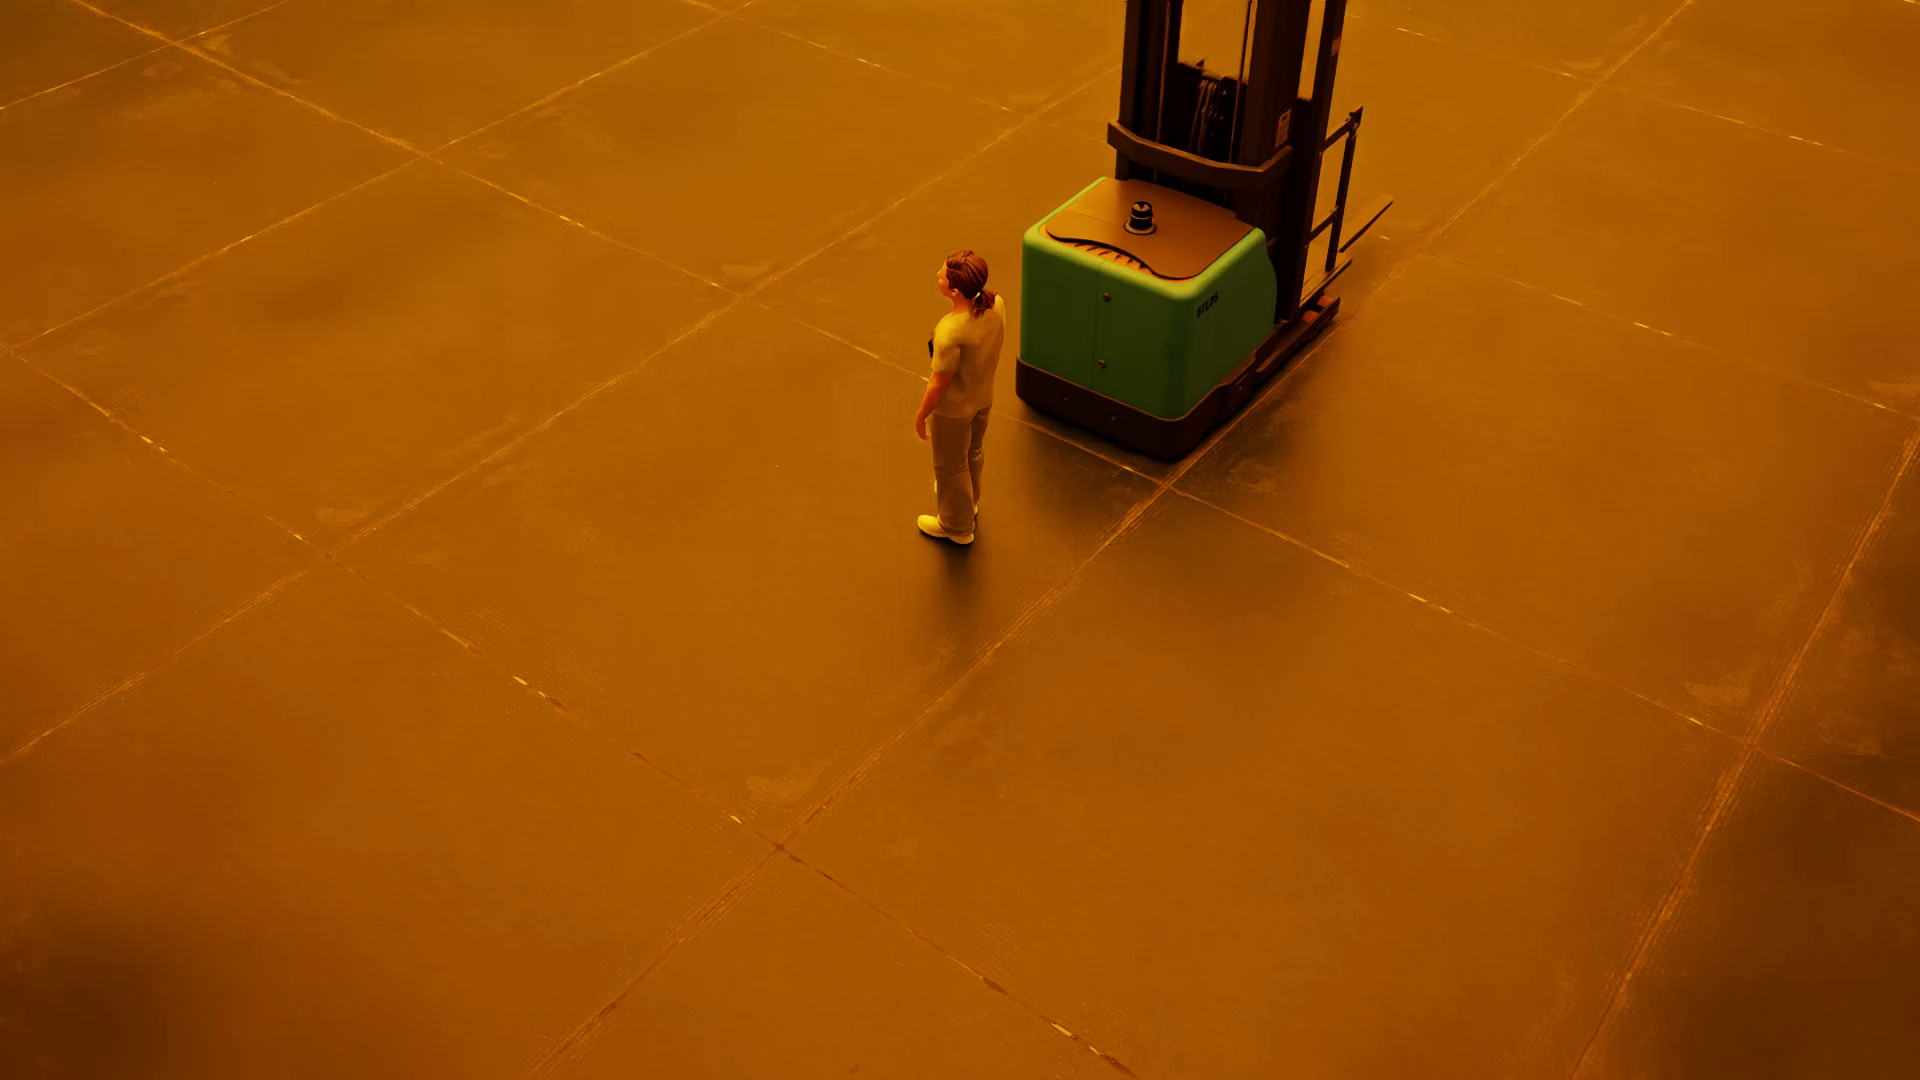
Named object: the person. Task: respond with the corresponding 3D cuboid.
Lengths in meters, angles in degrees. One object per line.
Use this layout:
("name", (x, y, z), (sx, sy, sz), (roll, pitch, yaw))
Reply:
("person", (-0.050, -0.679, 7.827), (0.549, 1.675, 0.549), (26, 47, 28))

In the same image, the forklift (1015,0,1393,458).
("forklift", (1.583, -2.458, 8.957), (1.130, 2.935, 3.031), (25, 47, 27))
